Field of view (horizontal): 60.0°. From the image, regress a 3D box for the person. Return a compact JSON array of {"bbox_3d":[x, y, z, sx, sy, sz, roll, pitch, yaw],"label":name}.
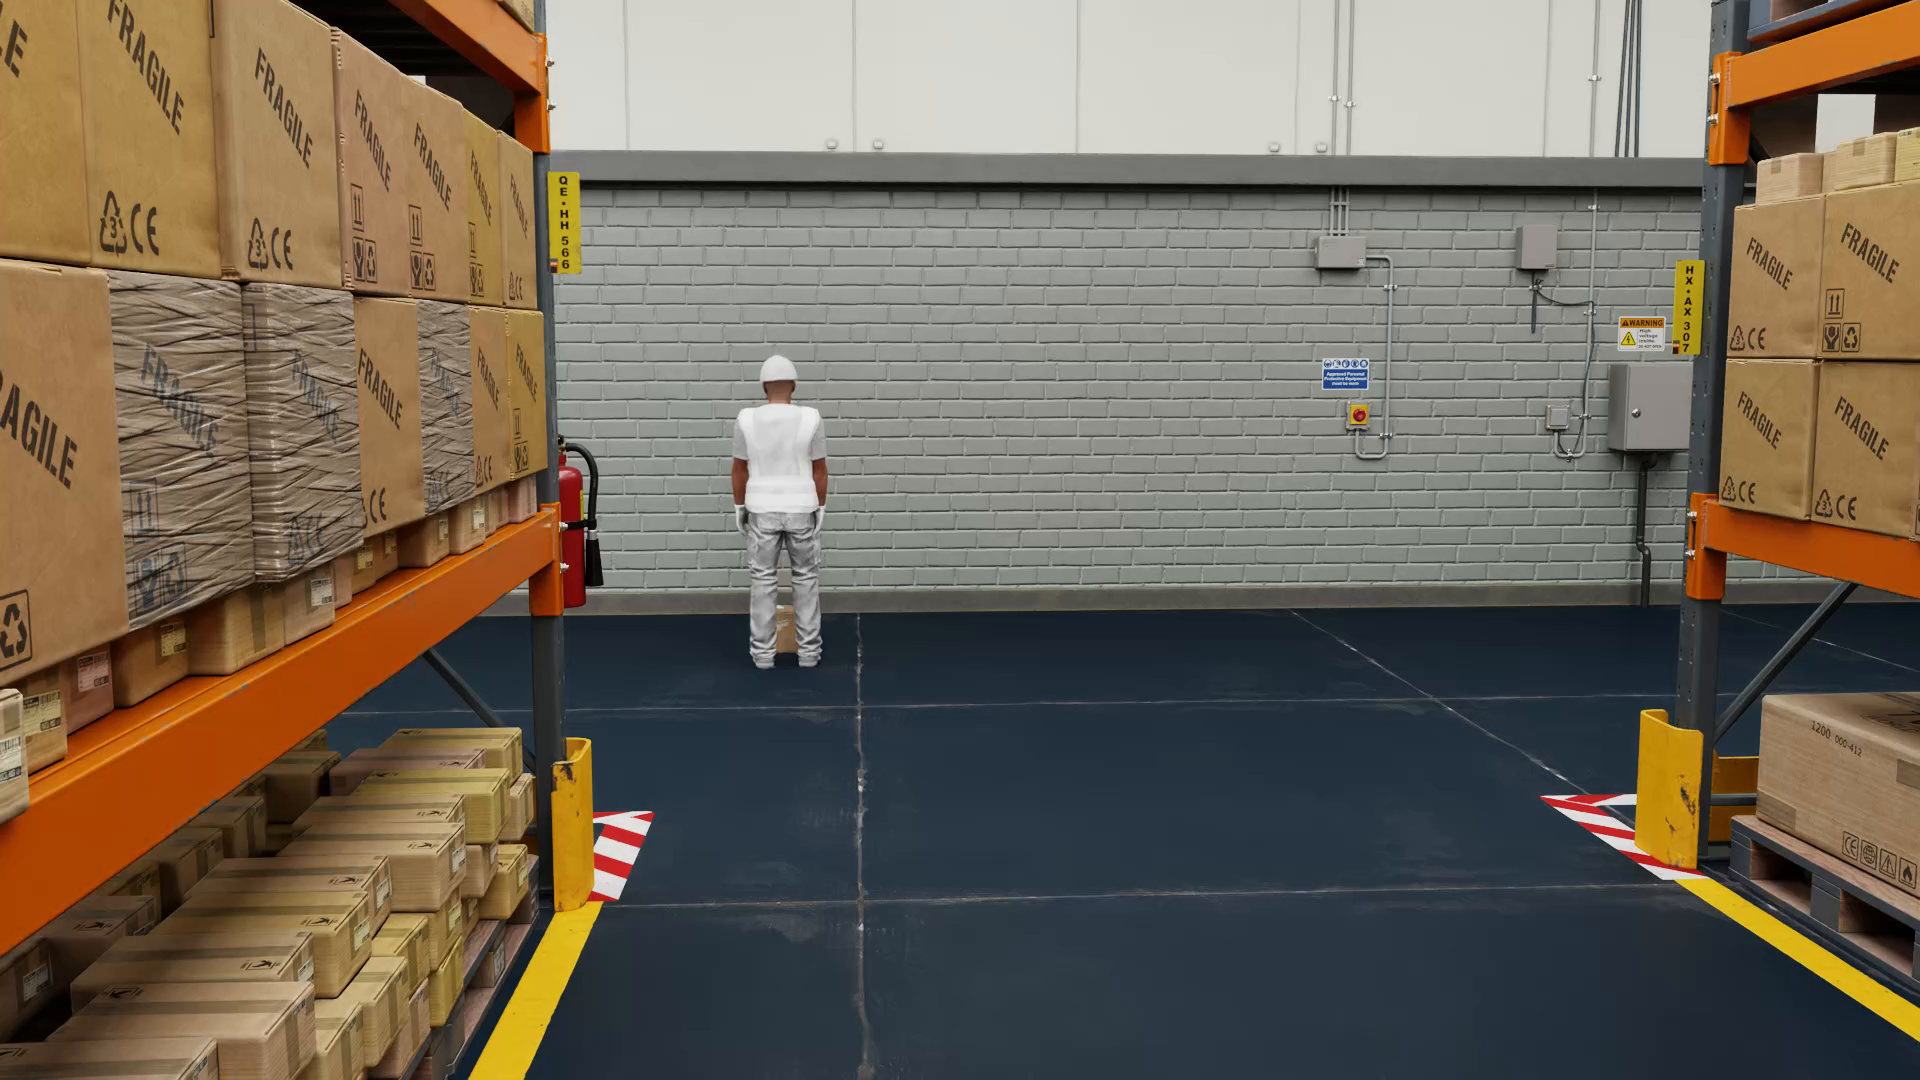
[{"bbox_3d":[-1.029,-0.160,9.526,0.548,1.777,0.362,0,7,-3],"label":"person"}]
